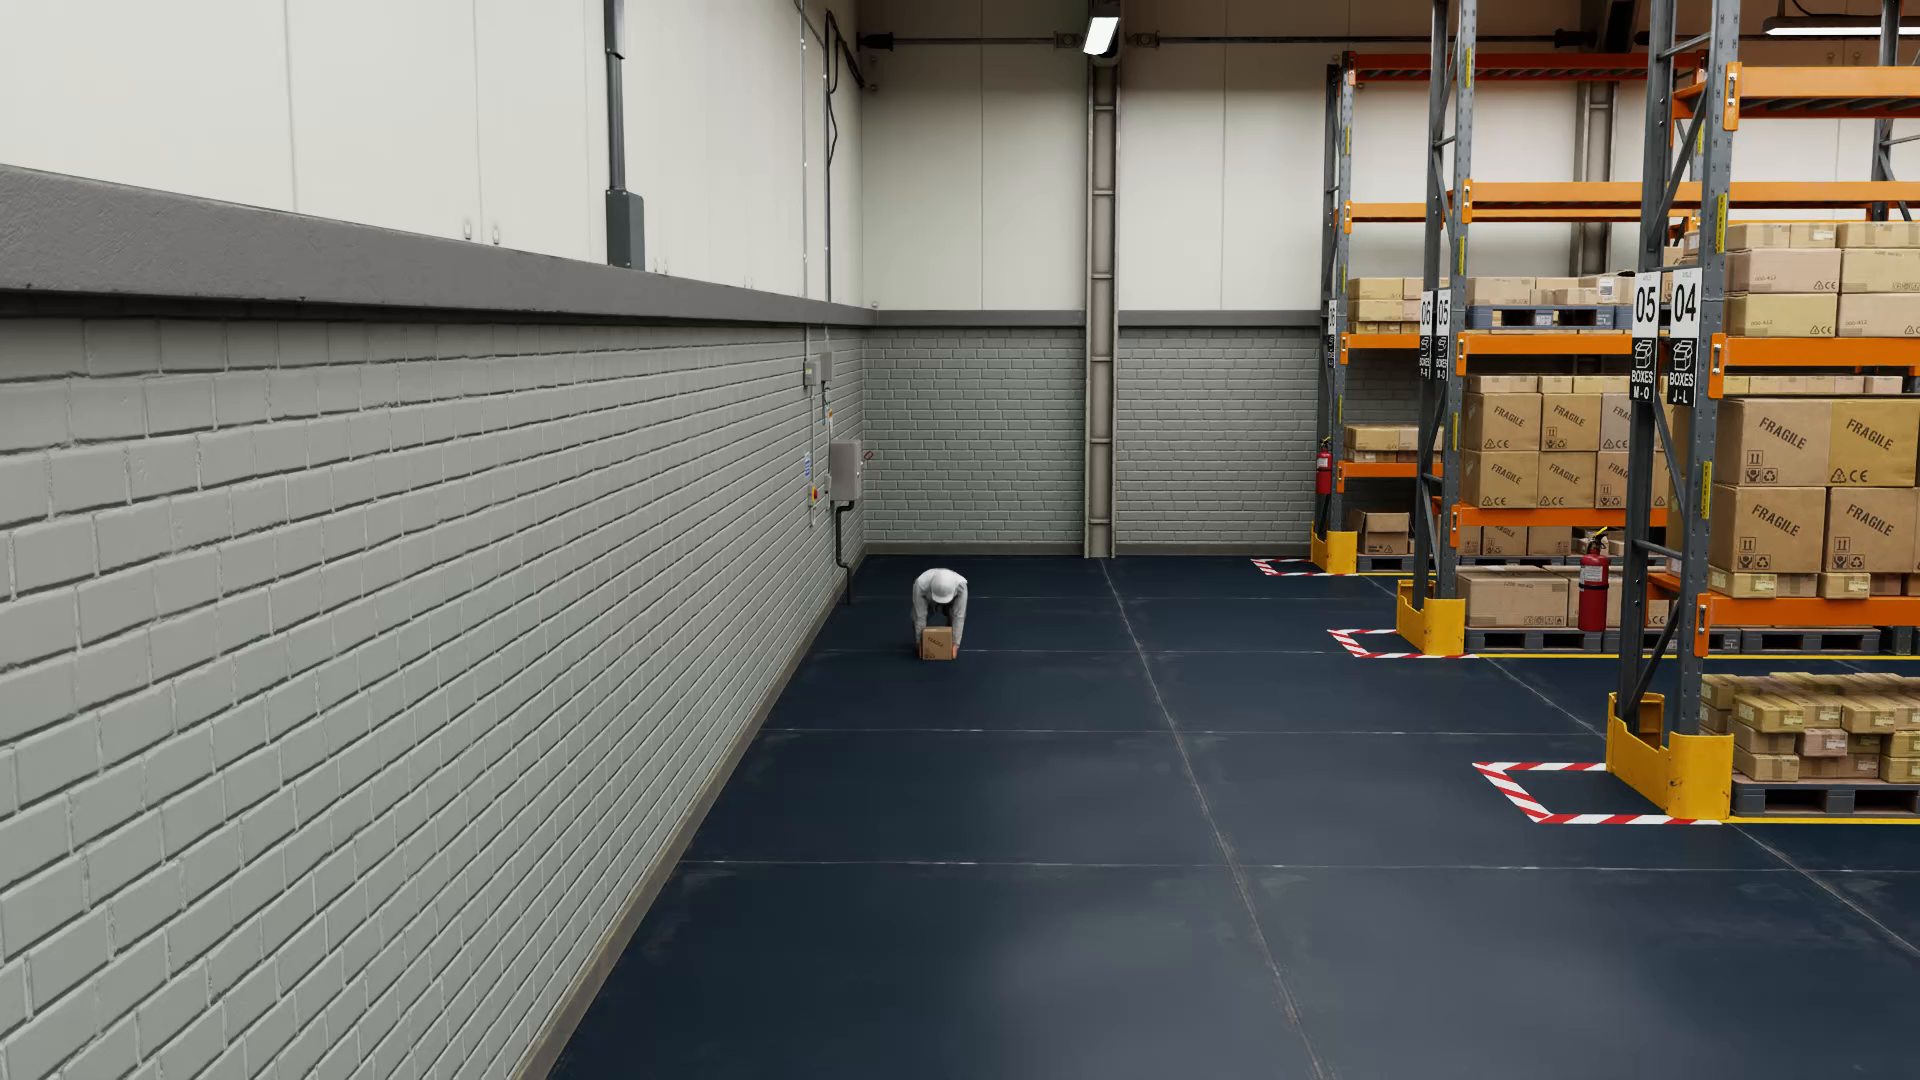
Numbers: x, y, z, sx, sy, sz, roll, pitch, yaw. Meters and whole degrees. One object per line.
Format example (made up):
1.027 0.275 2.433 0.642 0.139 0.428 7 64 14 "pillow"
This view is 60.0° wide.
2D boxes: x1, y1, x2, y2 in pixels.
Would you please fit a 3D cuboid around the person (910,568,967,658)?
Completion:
-0.191 0.643 14.826 0.515 0.860 0.961 0 7 0 "person"
